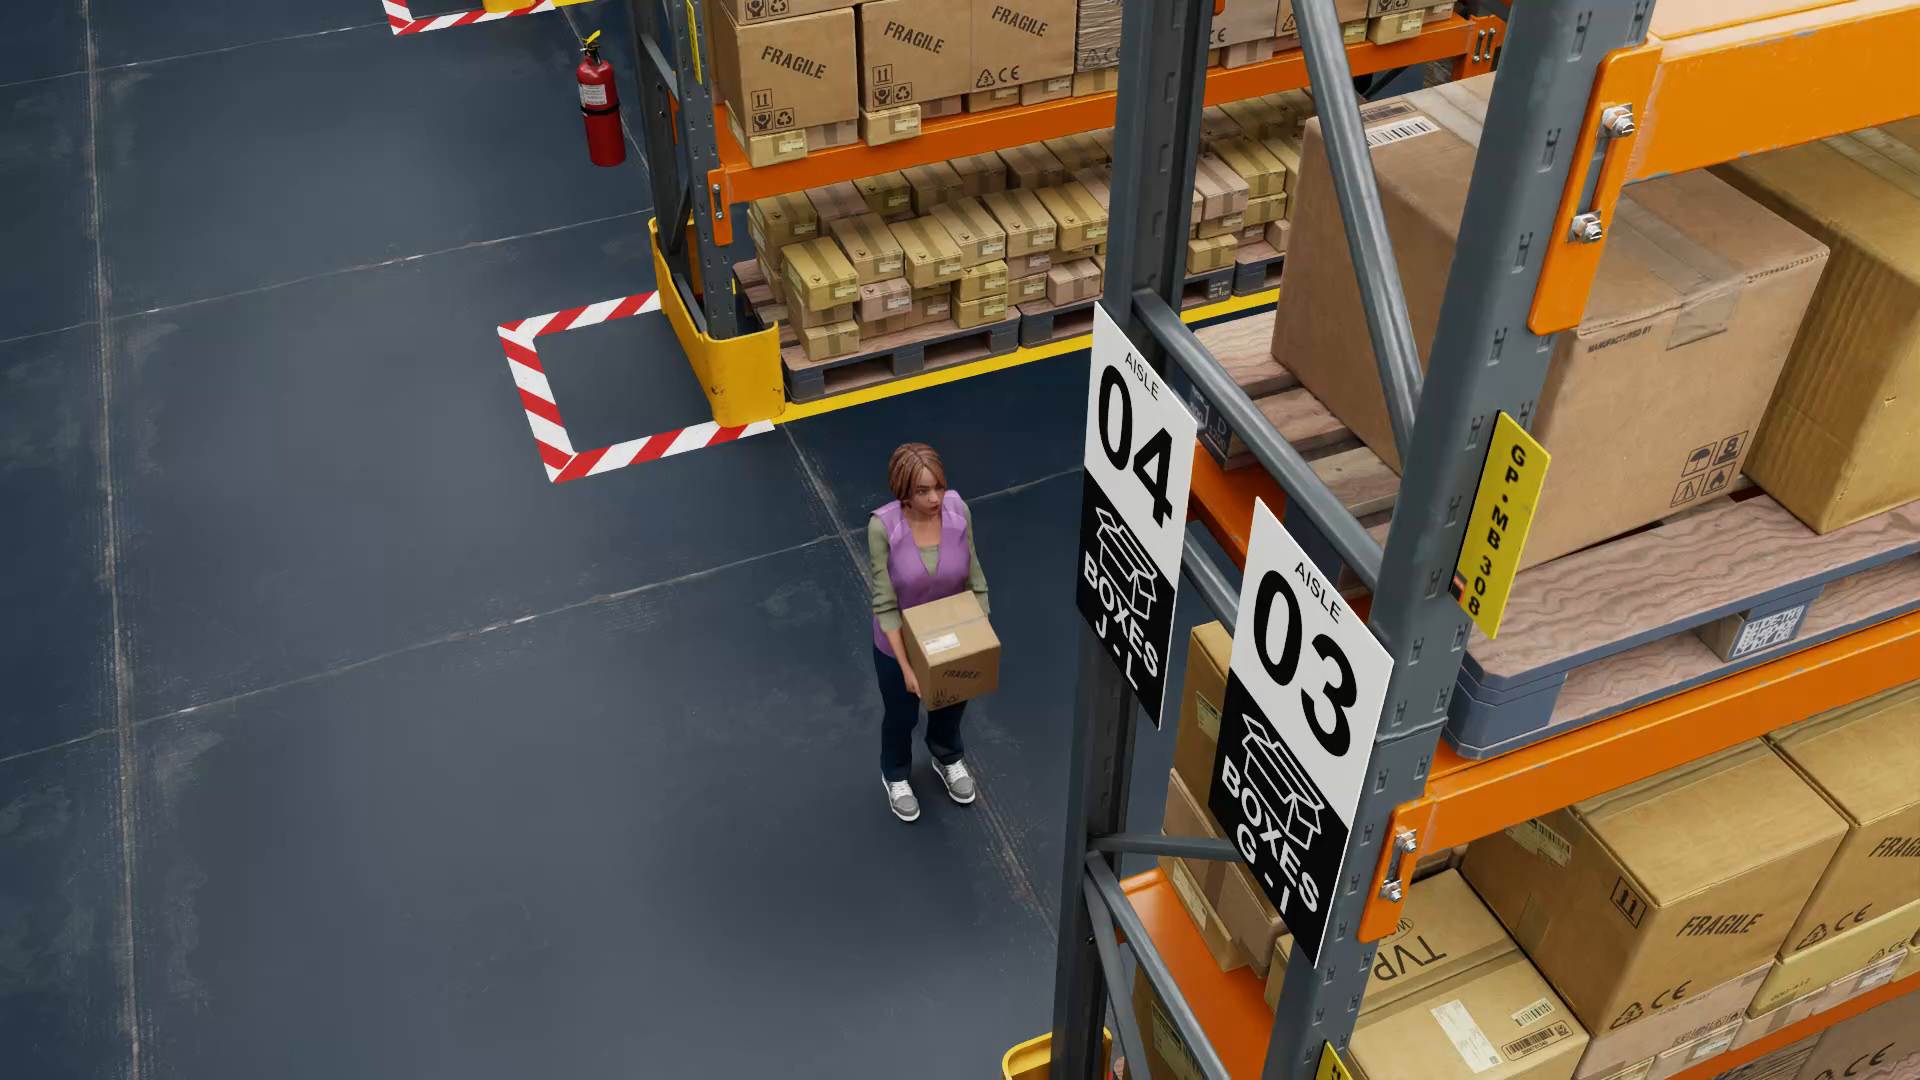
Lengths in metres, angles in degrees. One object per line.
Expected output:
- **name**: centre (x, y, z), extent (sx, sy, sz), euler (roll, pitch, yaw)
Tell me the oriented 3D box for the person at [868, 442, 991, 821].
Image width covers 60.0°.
- **person**: centre (-0.094, 0.383, 5.750), extent (0.408, 1.589, 0.491), euler (-15, 45, -16)
